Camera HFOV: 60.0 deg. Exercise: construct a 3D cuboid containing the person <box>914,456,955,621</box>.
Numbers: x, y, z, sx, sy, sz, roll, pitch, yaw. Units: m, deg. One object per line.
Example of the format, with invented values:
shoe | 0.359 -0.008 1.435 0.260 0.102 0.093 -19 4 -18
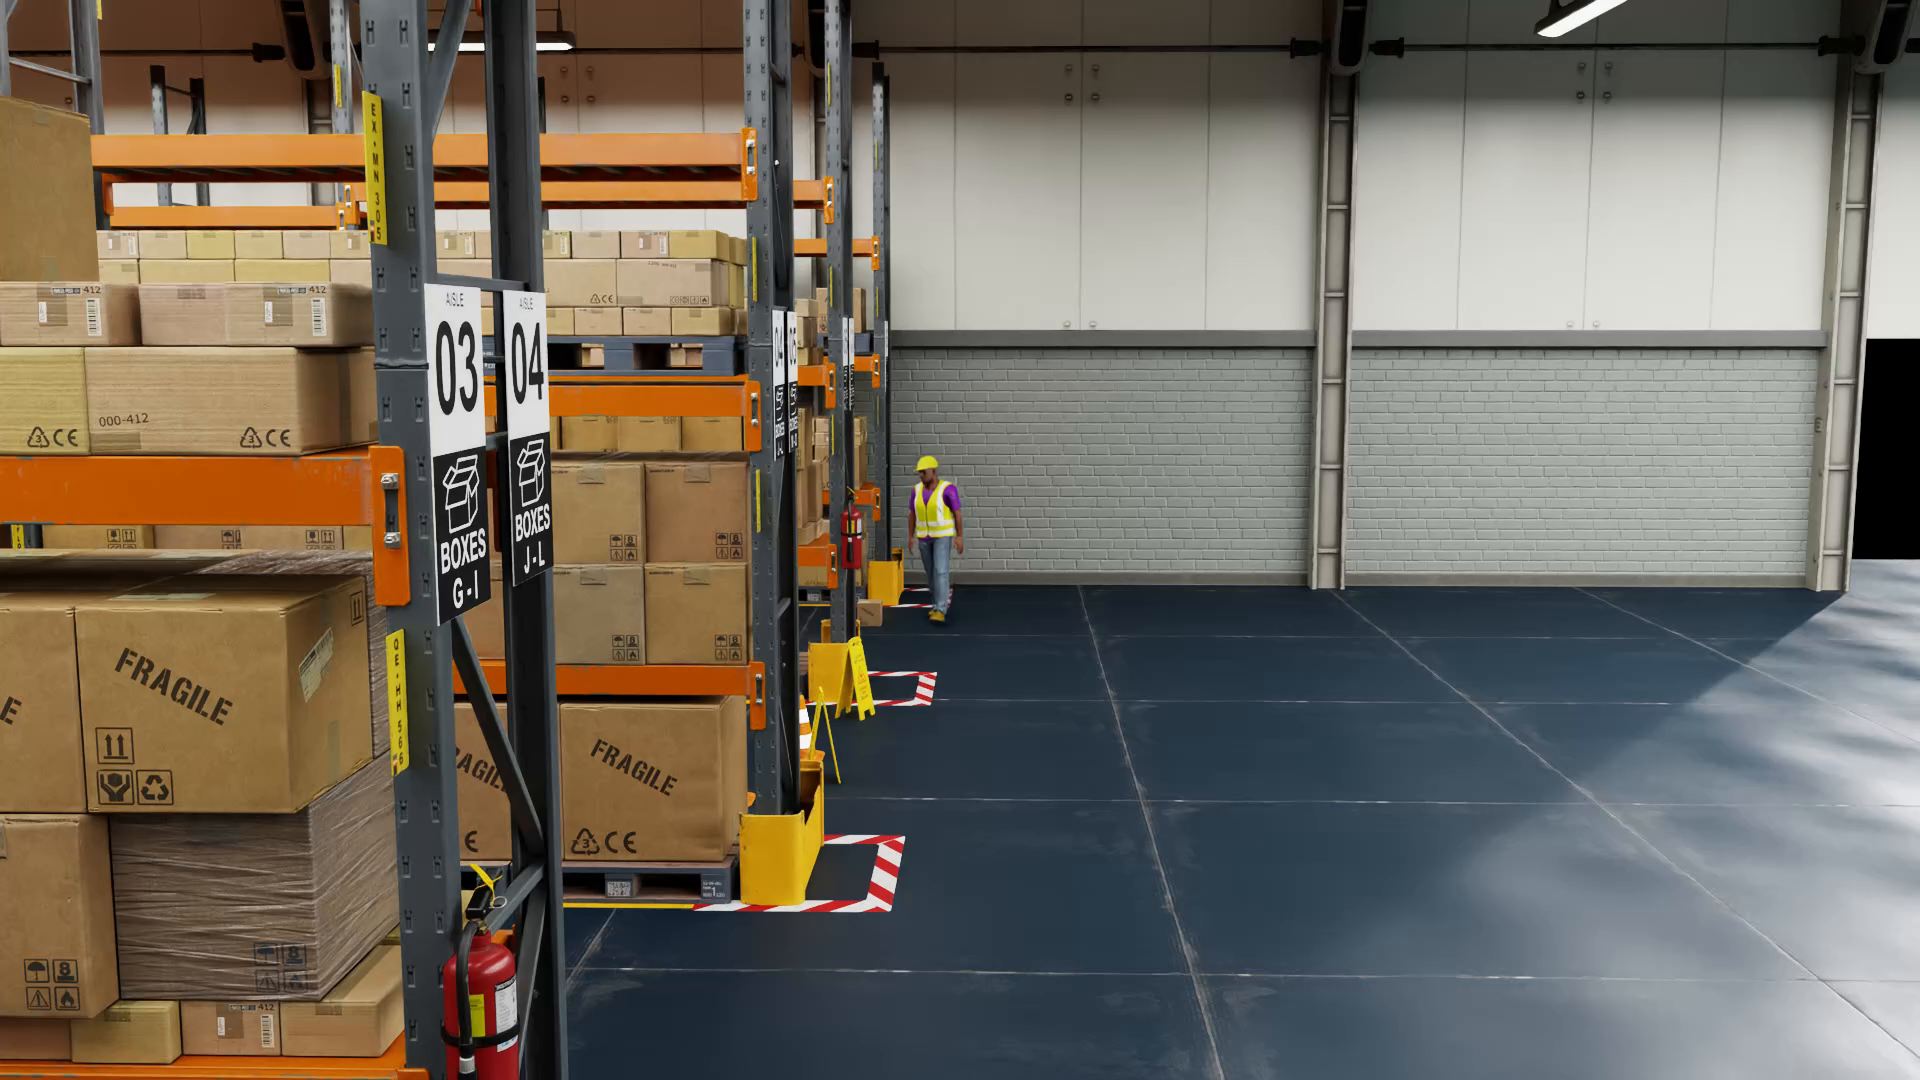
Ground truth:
person | -0.296 -0.014 17.679 0.526 1.745 0.756 4 8 28
